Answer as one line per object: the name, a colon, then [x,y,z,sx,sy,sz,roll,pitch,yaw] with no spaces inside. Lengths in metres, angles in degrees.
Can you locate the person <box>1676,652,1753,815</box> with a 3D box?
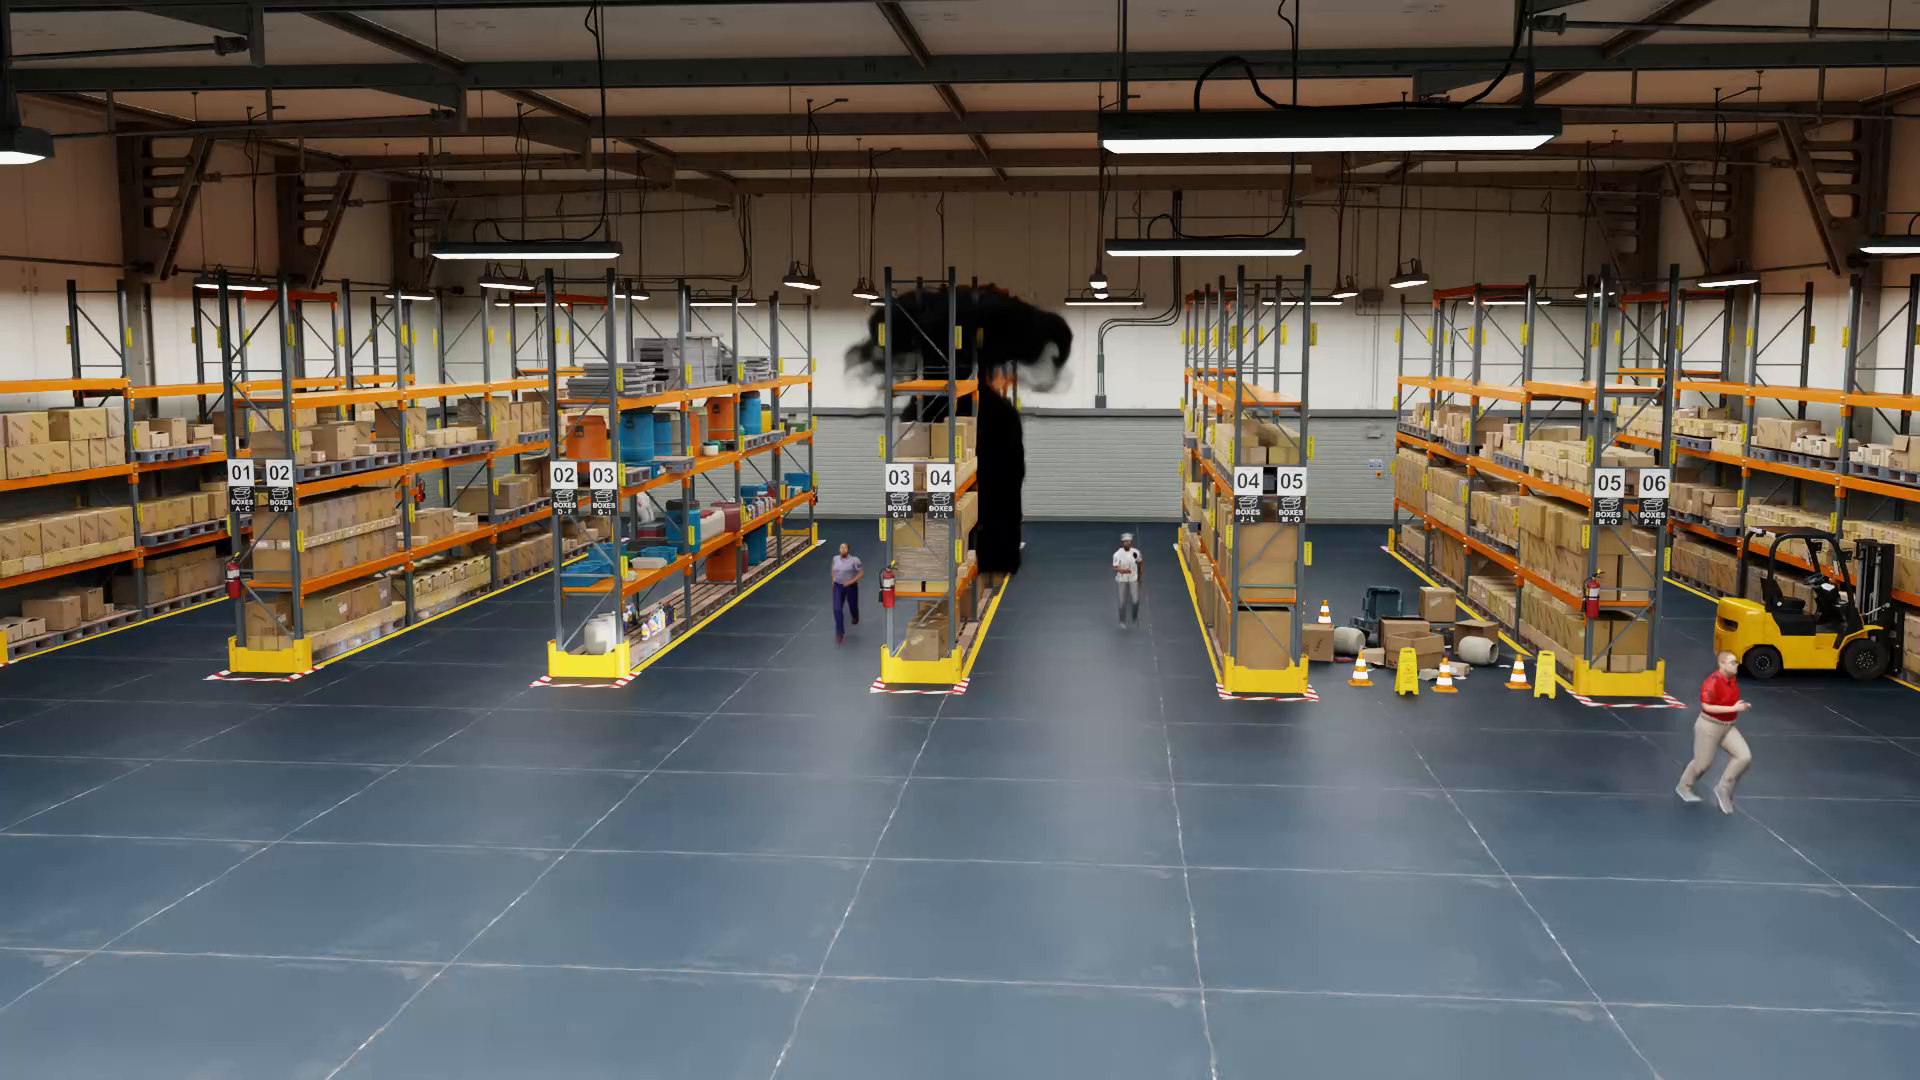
person: [8.012,2.030,17.618,0.689,1.751,0.851,-4,8,-32]

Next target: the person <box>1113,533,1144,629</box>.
person: [2.891,0.712,28.447,0.569,1.673,0.655,0,7,-2]

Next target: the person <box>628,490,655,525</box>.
person: [-7.942,-0.880,41.547,0.579,1.706,0.666,5,8,33]

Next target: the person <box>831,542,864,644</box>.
person: [-1.888,0.853,27.782,0.578,1.663,1.066,1,7,5]
